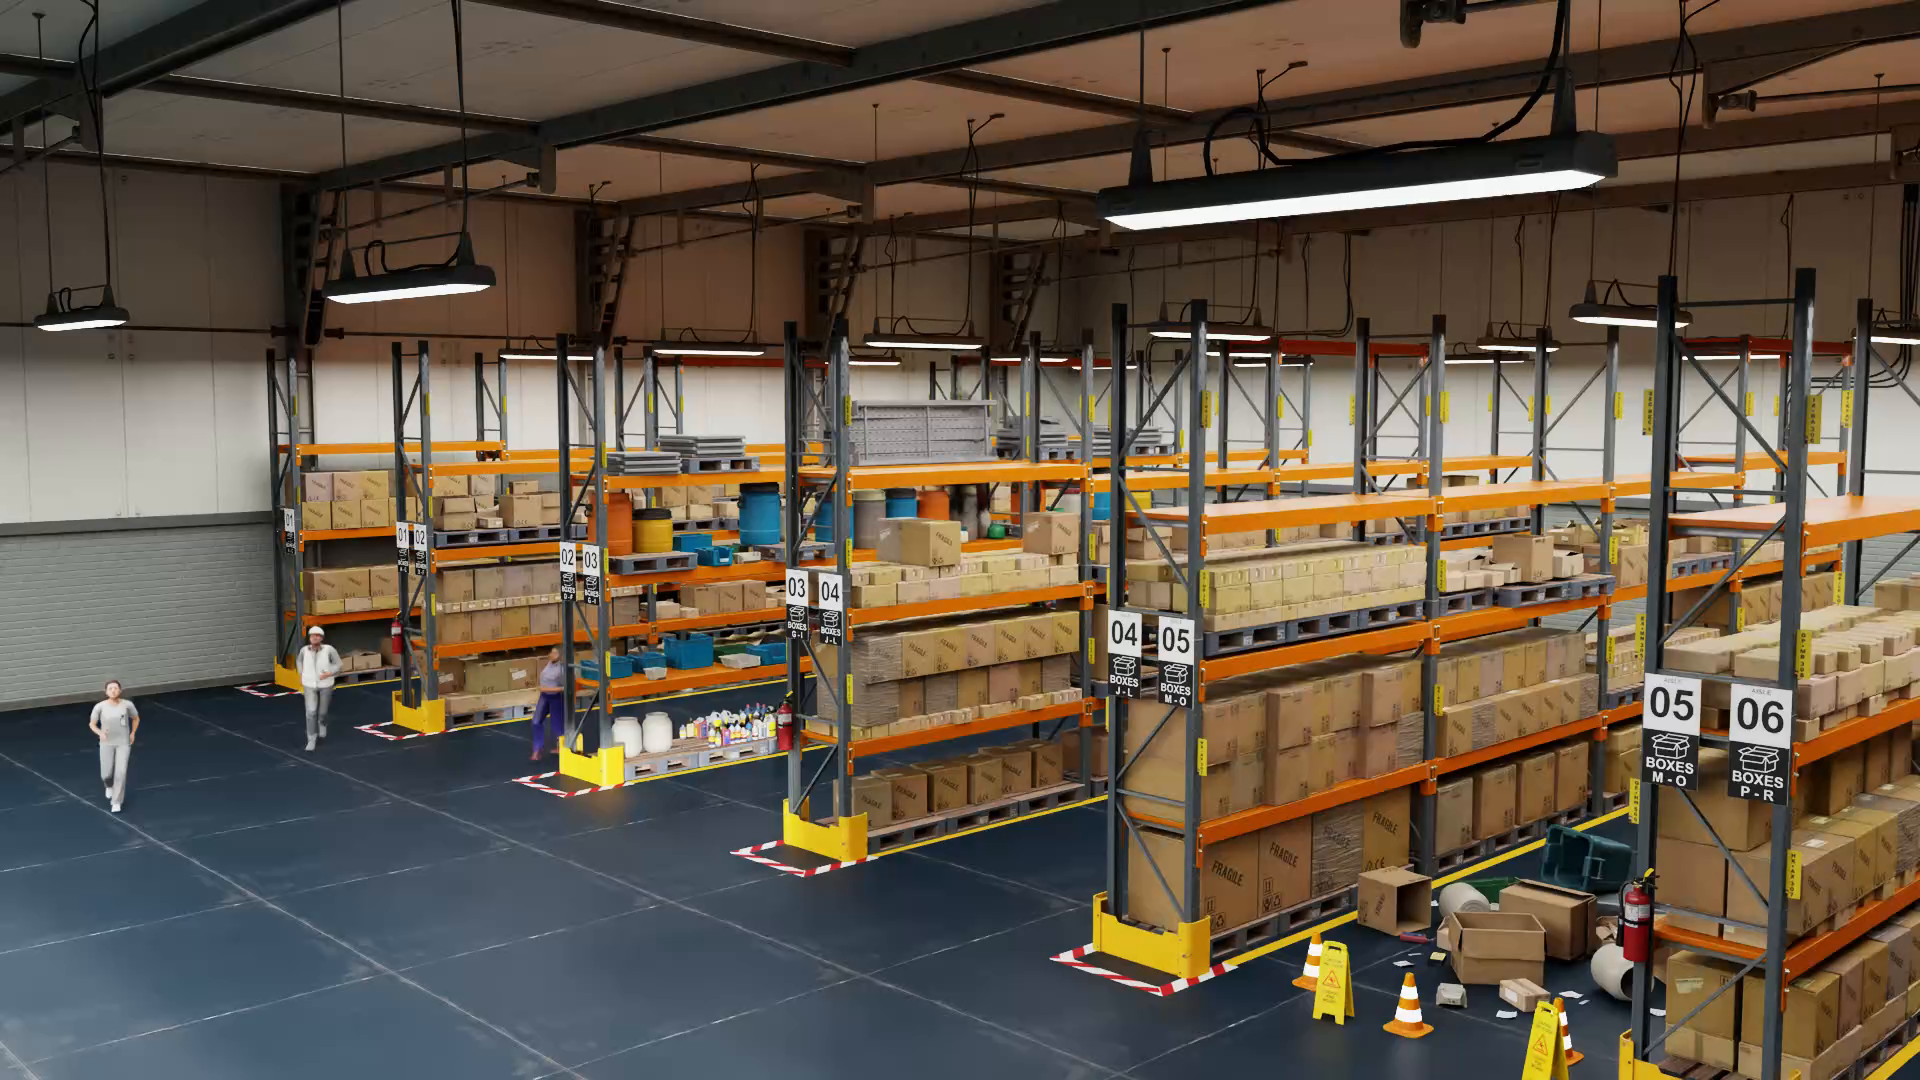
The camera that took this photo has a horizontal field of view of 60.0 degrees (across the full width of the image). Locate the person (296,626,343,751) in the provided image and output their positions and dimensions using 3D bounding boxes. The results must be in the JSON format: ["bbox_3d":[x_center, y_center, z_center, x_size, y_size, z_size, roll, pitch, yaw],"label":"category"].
[{"bbox_3d":[-9.466,2.159,24.600,0.666,1.807,0.837,-1,5,-14],"label":"person"}]

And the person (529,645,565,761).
[{"bbox_3d":[-5.750,2.327,23.667,0.605,1.687,0.657,3,6,27],"label":"person"}]

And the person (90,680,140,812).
[{"bbox_3d":[-10.568,2.537,20.817,0.563,1.602,0.639,-3,6,-29],"label":"person"}]
